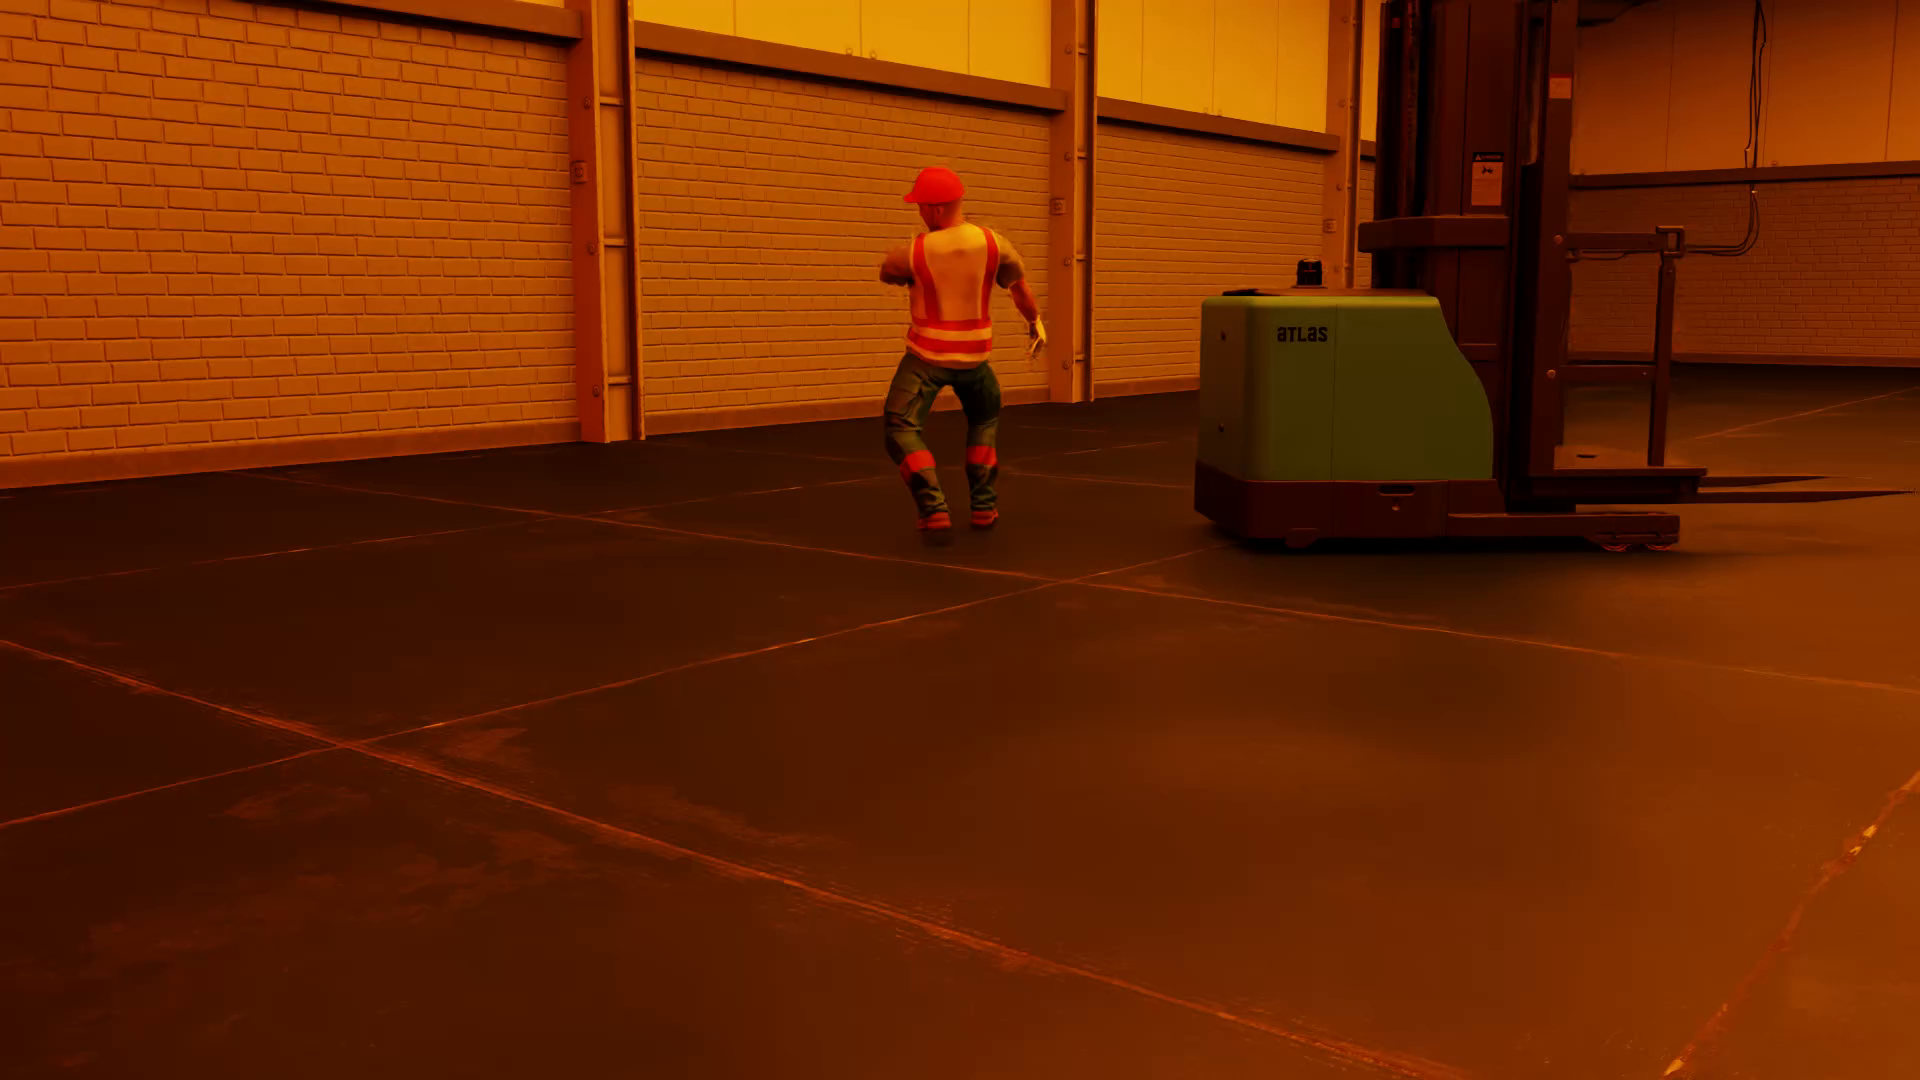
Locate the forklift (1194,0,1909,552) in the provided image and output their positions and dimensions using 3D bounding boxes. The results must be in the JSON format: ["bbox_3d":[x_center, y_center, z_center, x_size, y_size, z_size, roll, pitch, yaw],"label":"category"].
[{"bbox_3d":[2.653,-1.476,7.371,3.031,2.935,1.130,-1,8,-4],"label":"forklift"}]

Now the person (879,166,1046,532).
[{"bbox_3d":[0.011,-0.873,7.682,0.859,1.624,0.870,-5,10,-30],"label":"person"}]
